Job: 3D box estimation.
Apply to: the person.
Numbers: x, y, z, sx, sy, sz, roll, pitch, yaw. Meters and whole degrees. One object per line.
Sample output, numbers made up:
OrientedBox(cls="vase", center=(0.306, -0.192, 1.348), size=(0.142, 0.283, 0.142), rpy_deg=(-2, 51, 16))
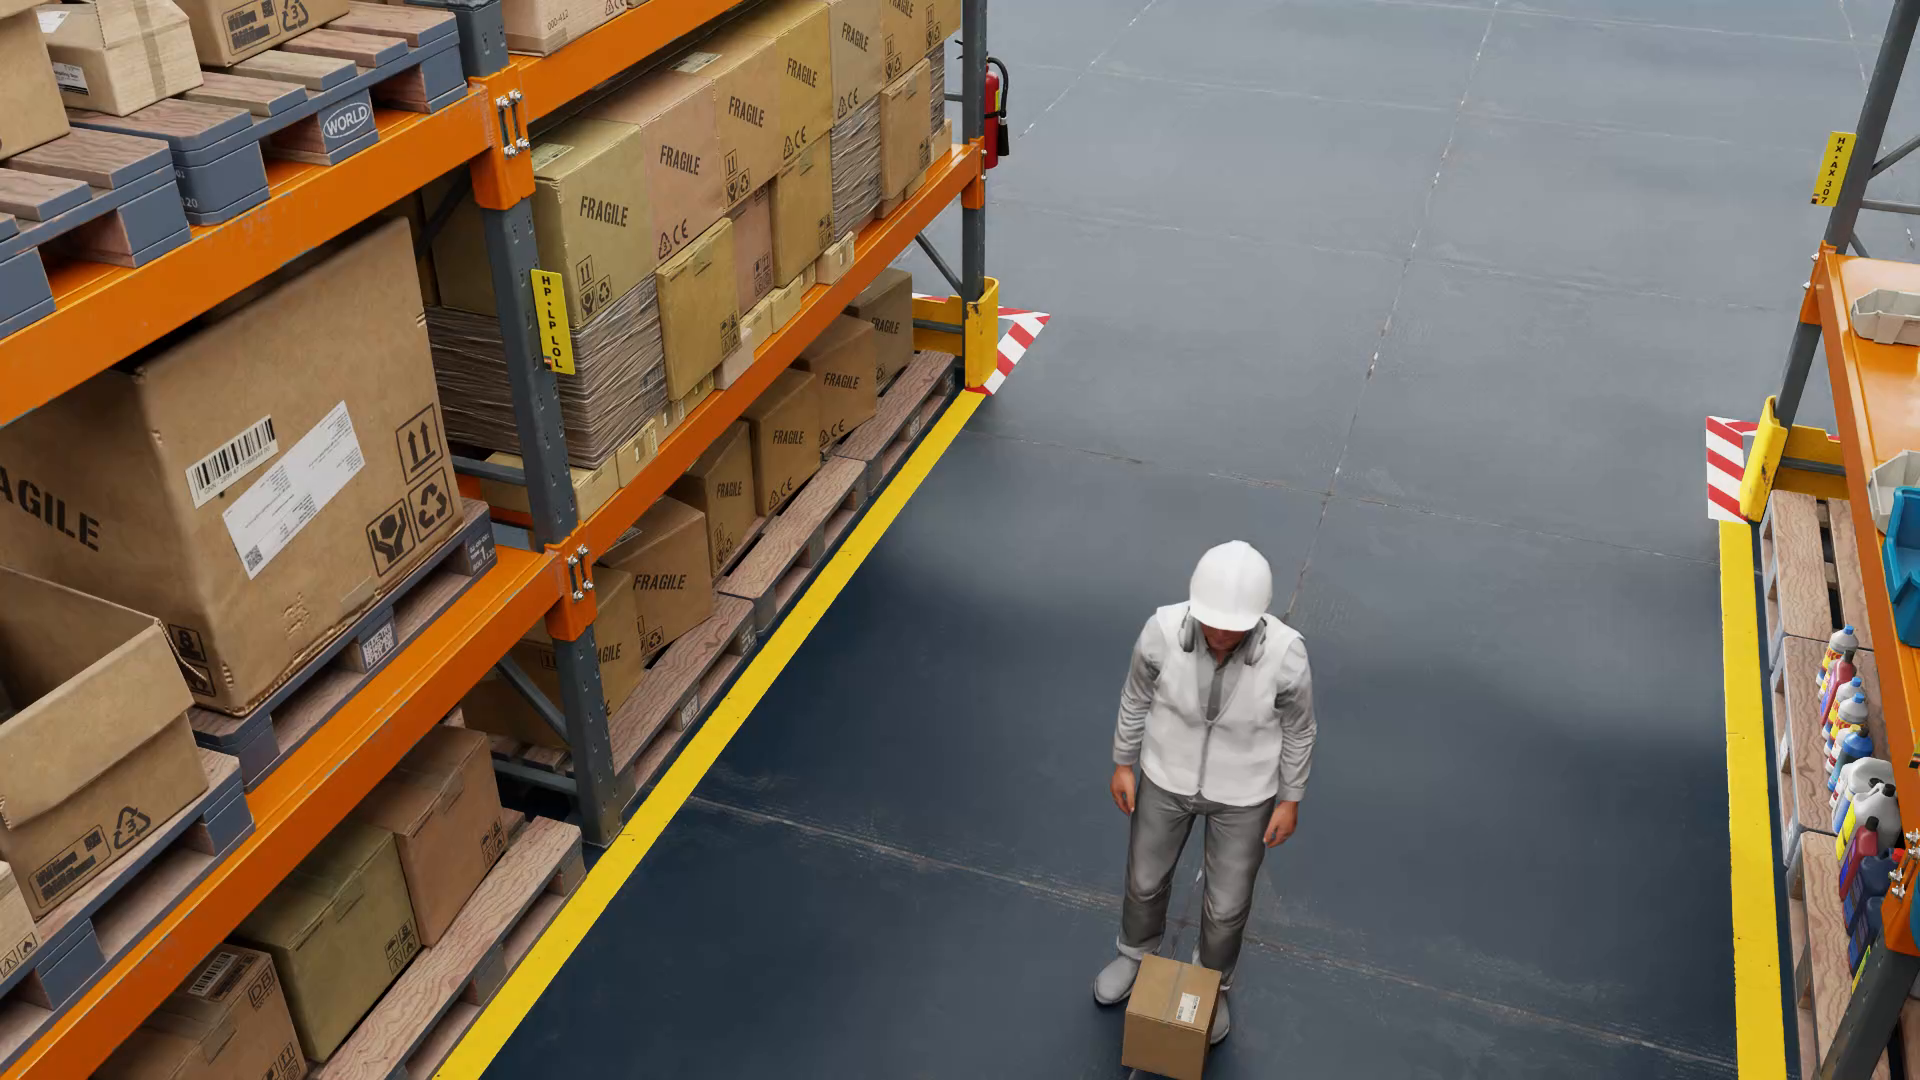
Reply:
OrientedBox(cls="person", center=(0.742, 0.729, 4.994), size=(0.585, 1.771, 0.466), rpy_deg=(11, 35, 16))
